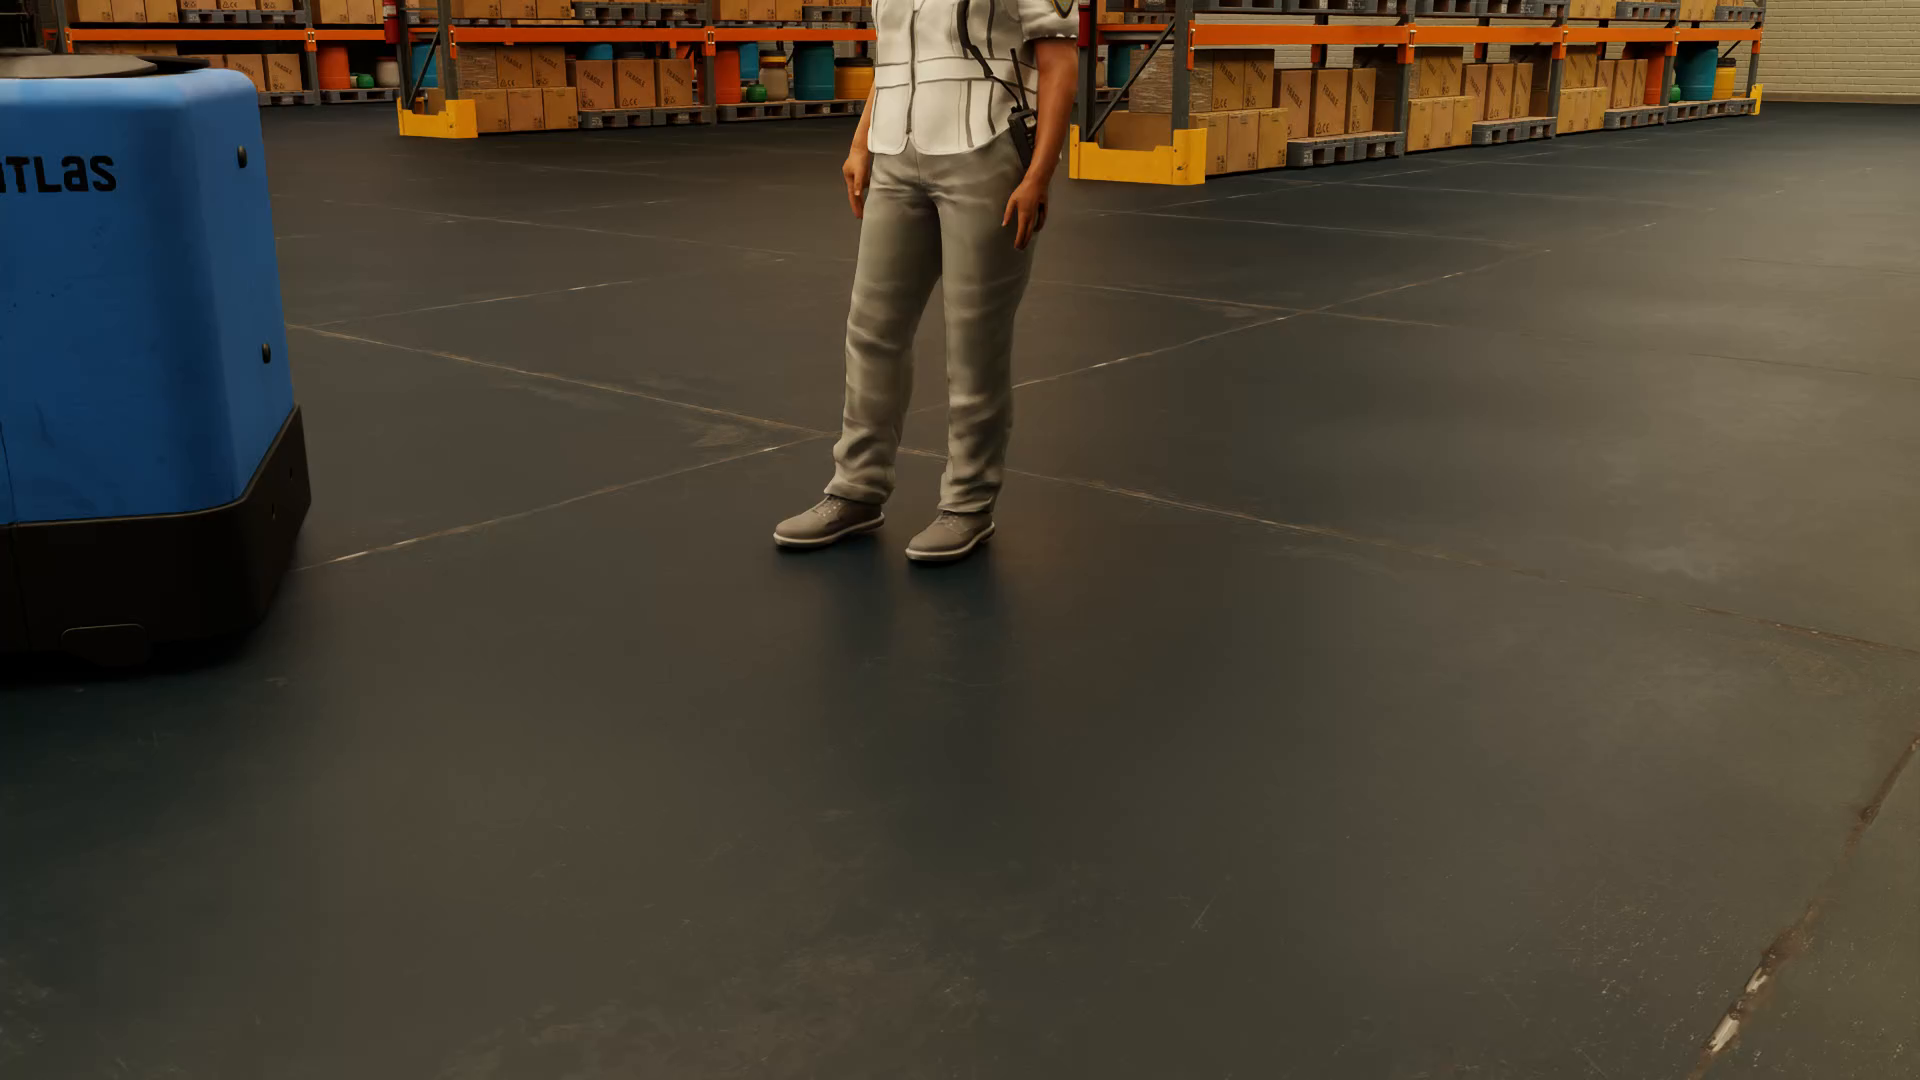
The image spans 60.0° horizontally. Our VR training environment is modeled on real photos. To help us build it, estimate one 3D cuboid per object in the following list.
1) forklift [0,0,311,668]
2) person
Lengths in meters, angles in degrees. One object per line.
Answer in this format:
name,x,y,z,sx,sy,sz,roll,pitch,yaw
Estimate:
forklift,-2.917,-1.194,2.830,3.031,2.935,1.130,-4,17,-14
person,-0.068,-0.792,3.653,0.598,1.670,0.525,13,21,37
